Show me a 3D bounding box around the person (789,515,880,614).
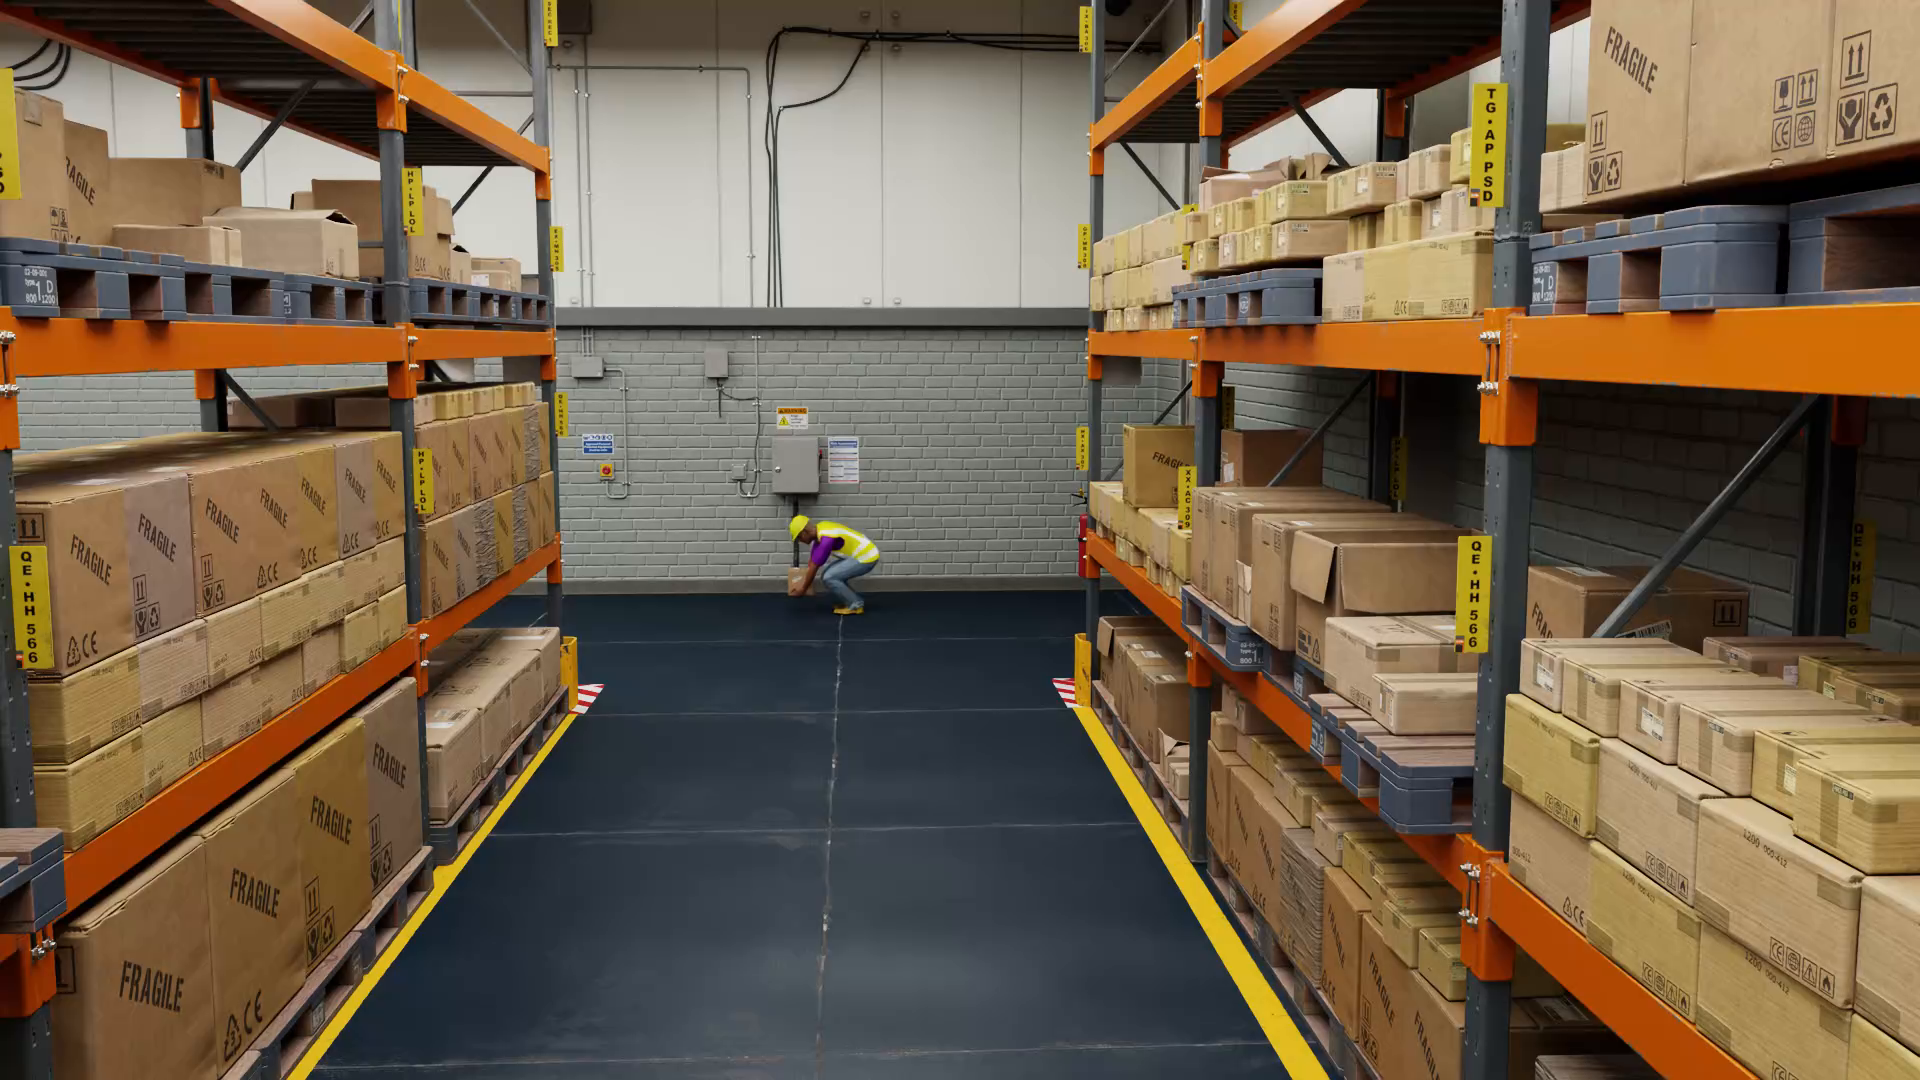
[{"bbox_3d":[-1.266,0.245,16.819,0.916,1.009,0.534,-1,7,-5],"label":"person"}]
